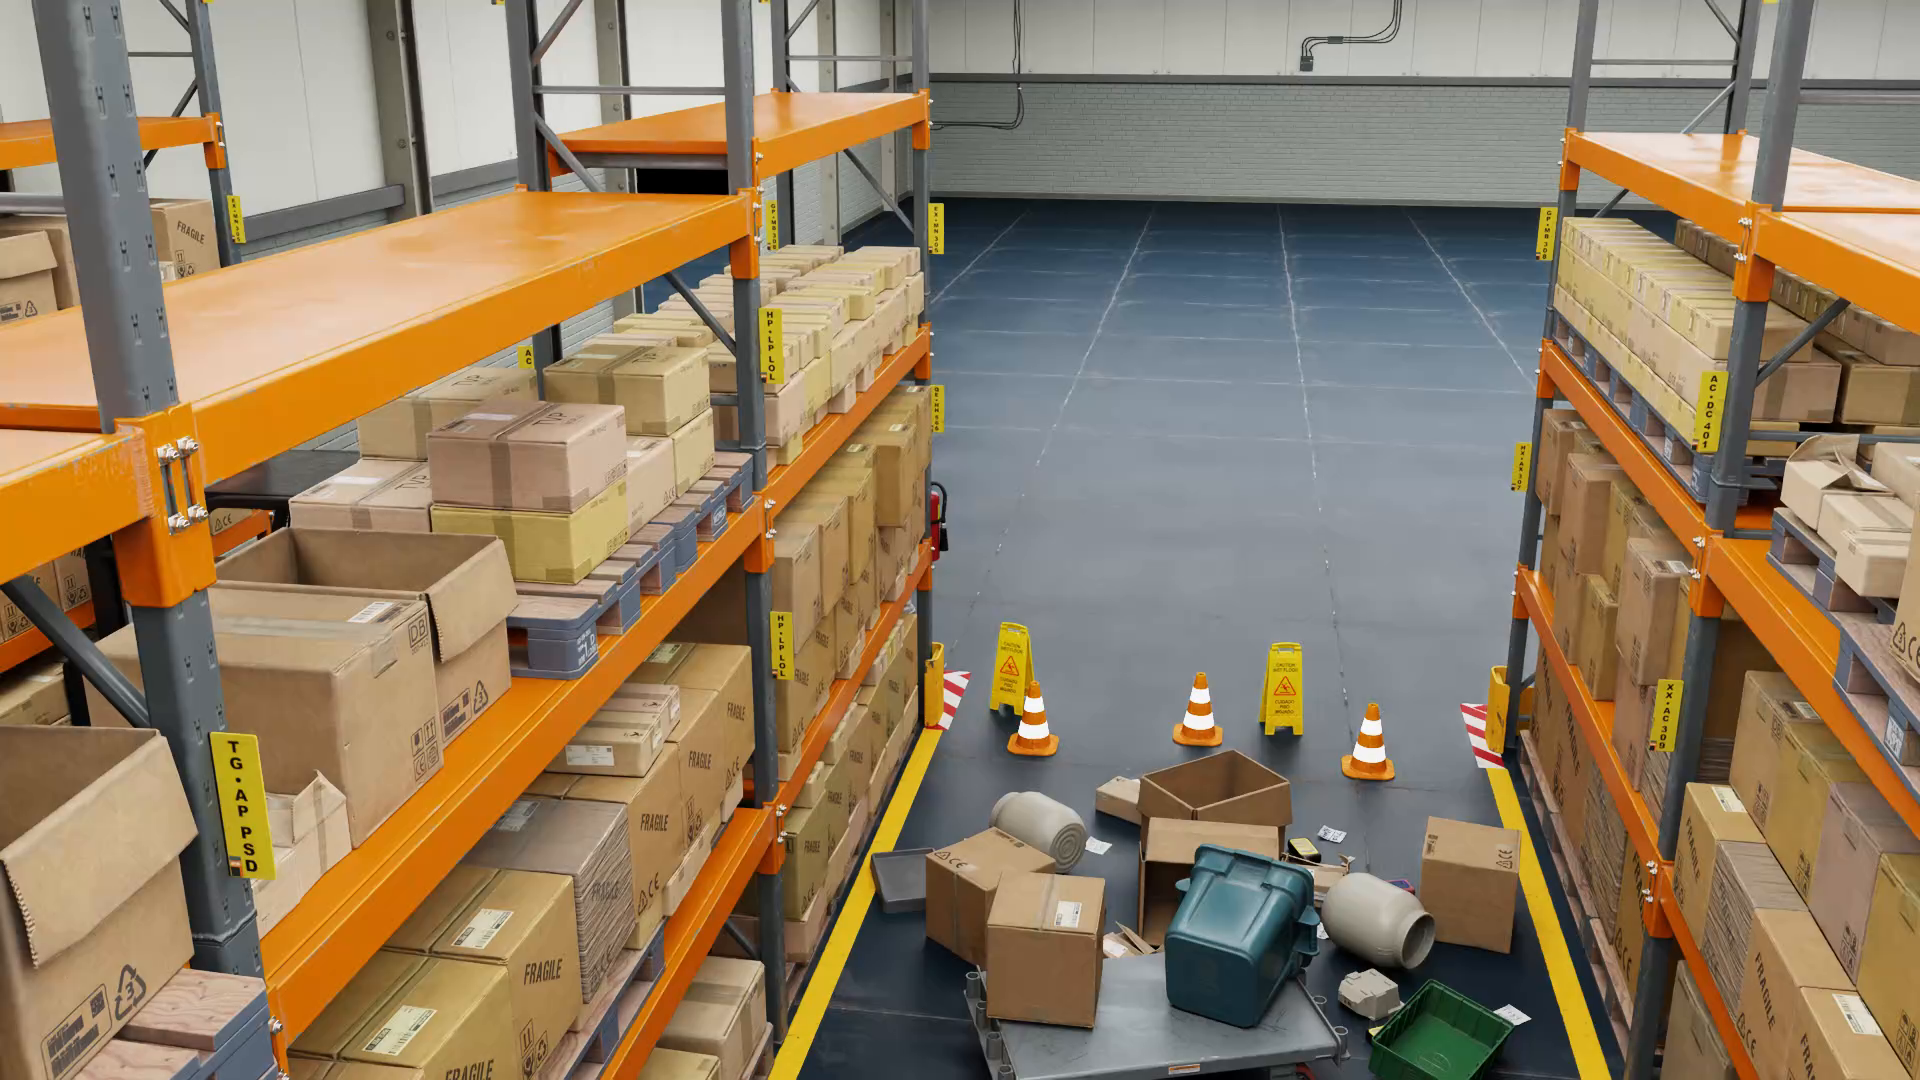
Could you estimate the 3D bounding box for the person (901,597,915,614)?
[{"bbox_3d":[-0.568,-0.207,13.651,0.460,1.686,0.564,3,18,9],"label":"person"}]
